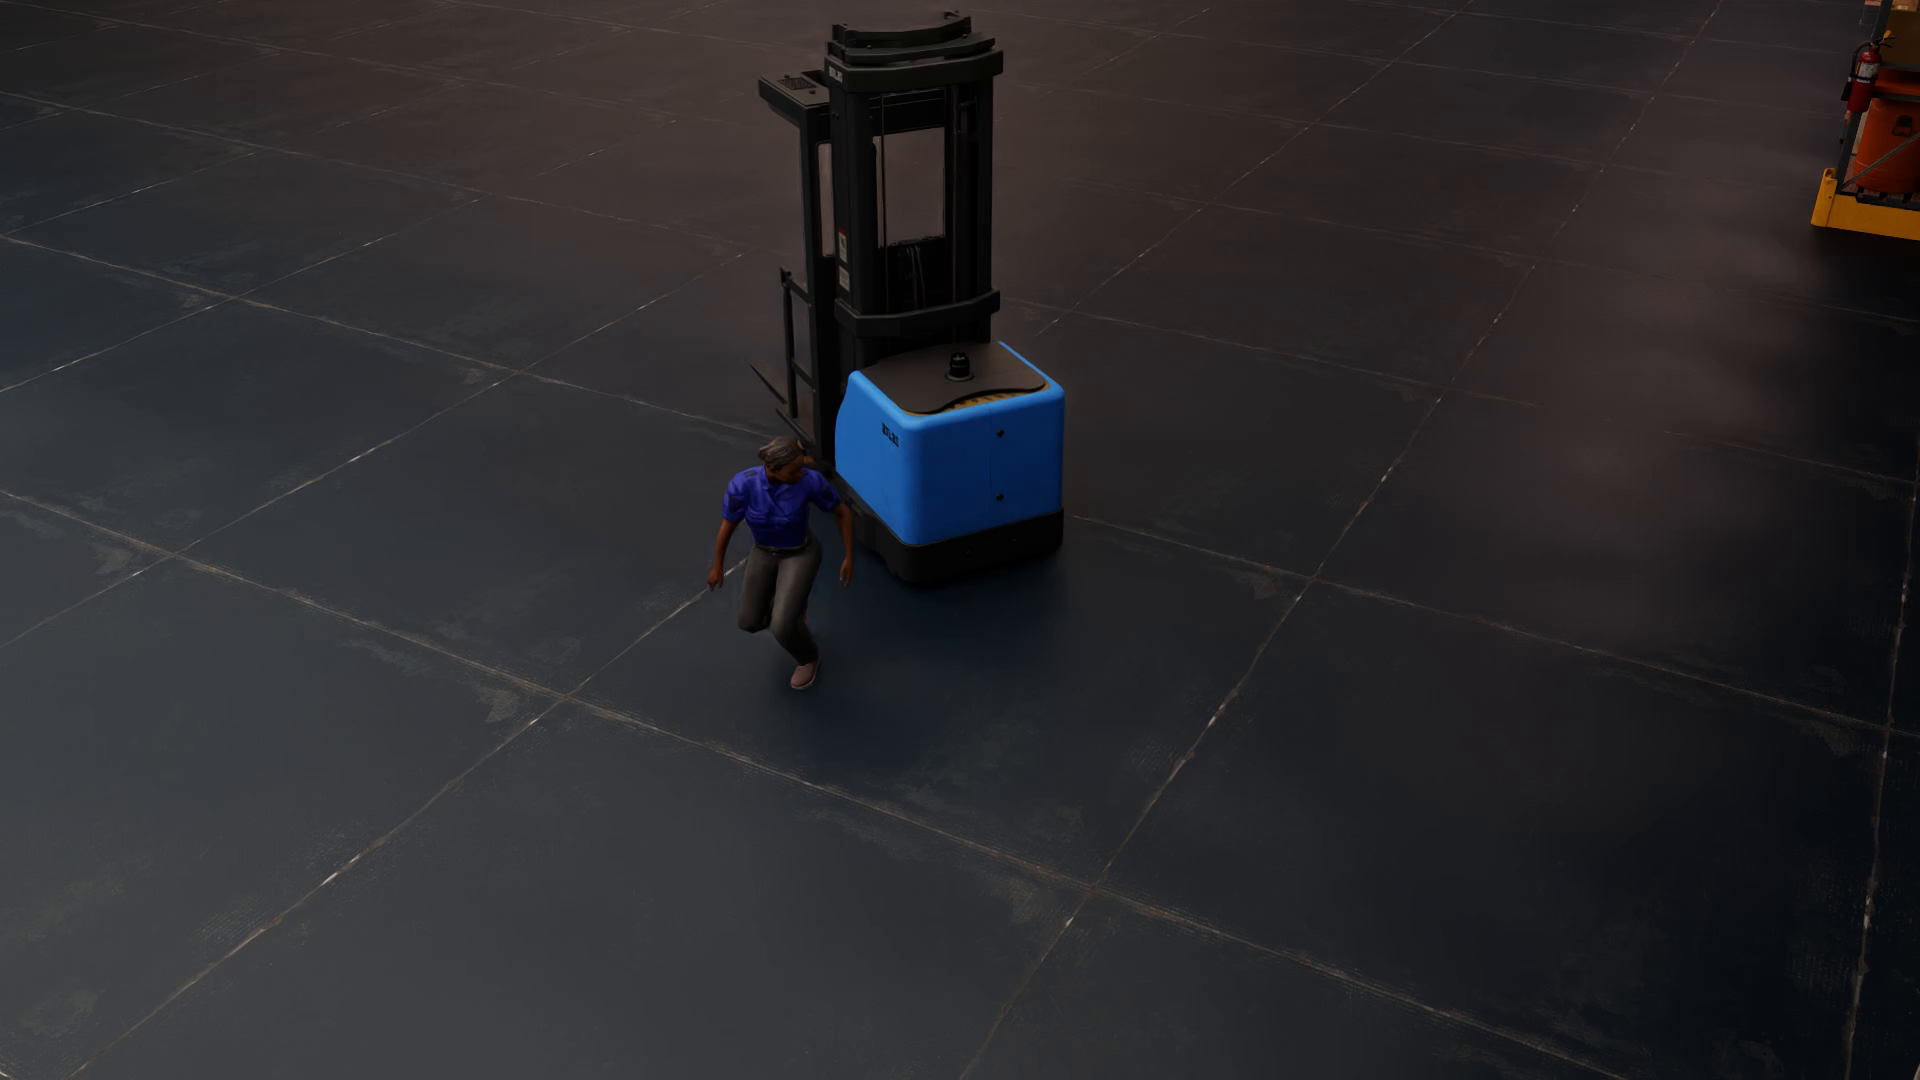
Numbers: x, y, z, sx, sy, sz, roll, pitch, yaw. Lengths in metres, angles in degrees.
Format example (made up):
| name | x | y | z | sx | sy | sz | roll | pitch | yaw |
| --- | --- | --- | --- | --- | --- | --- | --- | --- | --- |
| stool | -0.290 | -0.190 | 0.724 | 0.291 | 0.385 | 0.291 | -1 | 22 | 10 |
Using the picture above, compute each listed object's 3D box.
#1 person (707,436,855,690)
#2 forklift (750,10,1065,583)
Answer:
| name | x | y | z | sx | sy | sz | roll | pitch | yaw |
| --- | --- | --- | --- | --- | --- | --- | --- | --- | --- |
| person | -0.886 | 0.050 | 8.498 | 0.746 | 1.452 | 0.620 | 7 | 31 | 12 |
| forklift | -0.503 | -1.739 | 10.084 | 1.130 | 2.935 | 3.031 | -14 | 33 | -23 |
